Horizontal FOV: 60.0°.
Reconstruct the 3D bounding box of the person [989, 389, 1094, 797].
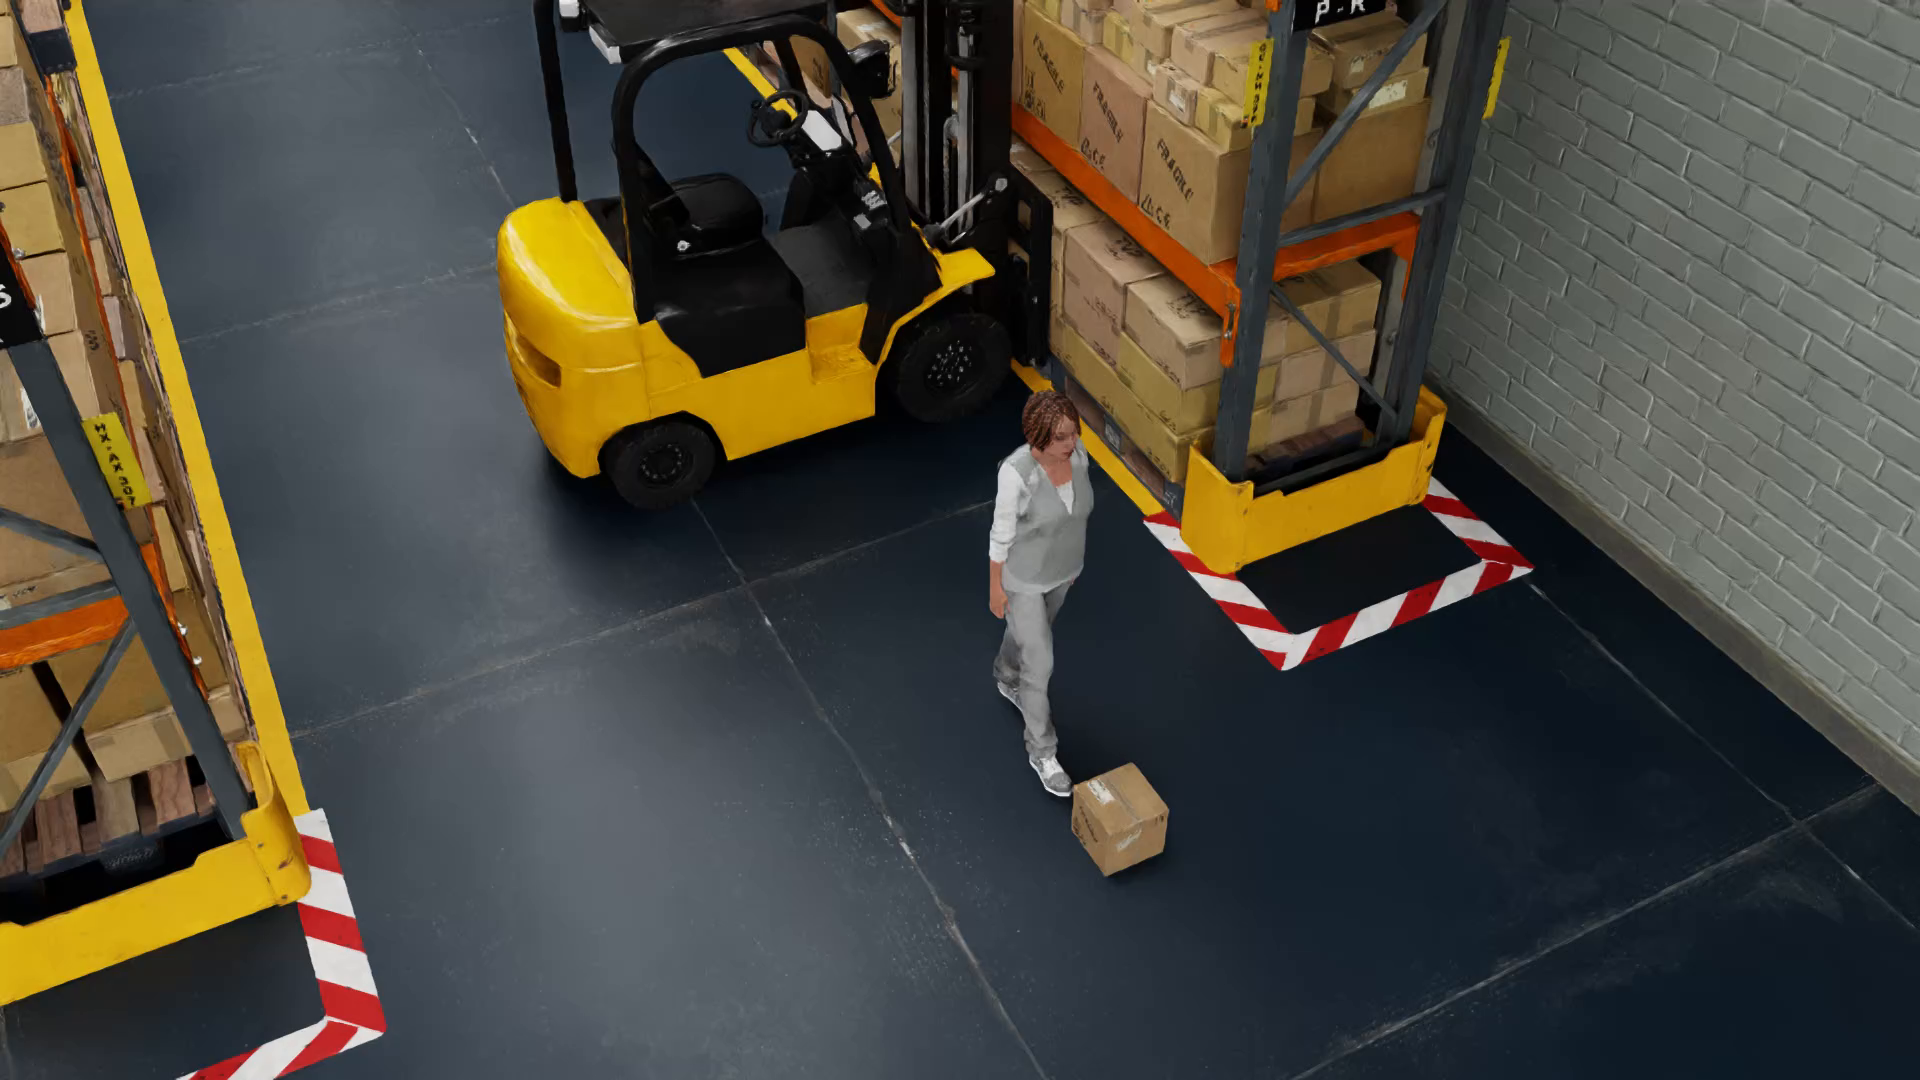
[{"bbox_3d":[0.330,0.159,5.977,0.435,1.590,0.644,-31,50,-30],"label":"person"}]
